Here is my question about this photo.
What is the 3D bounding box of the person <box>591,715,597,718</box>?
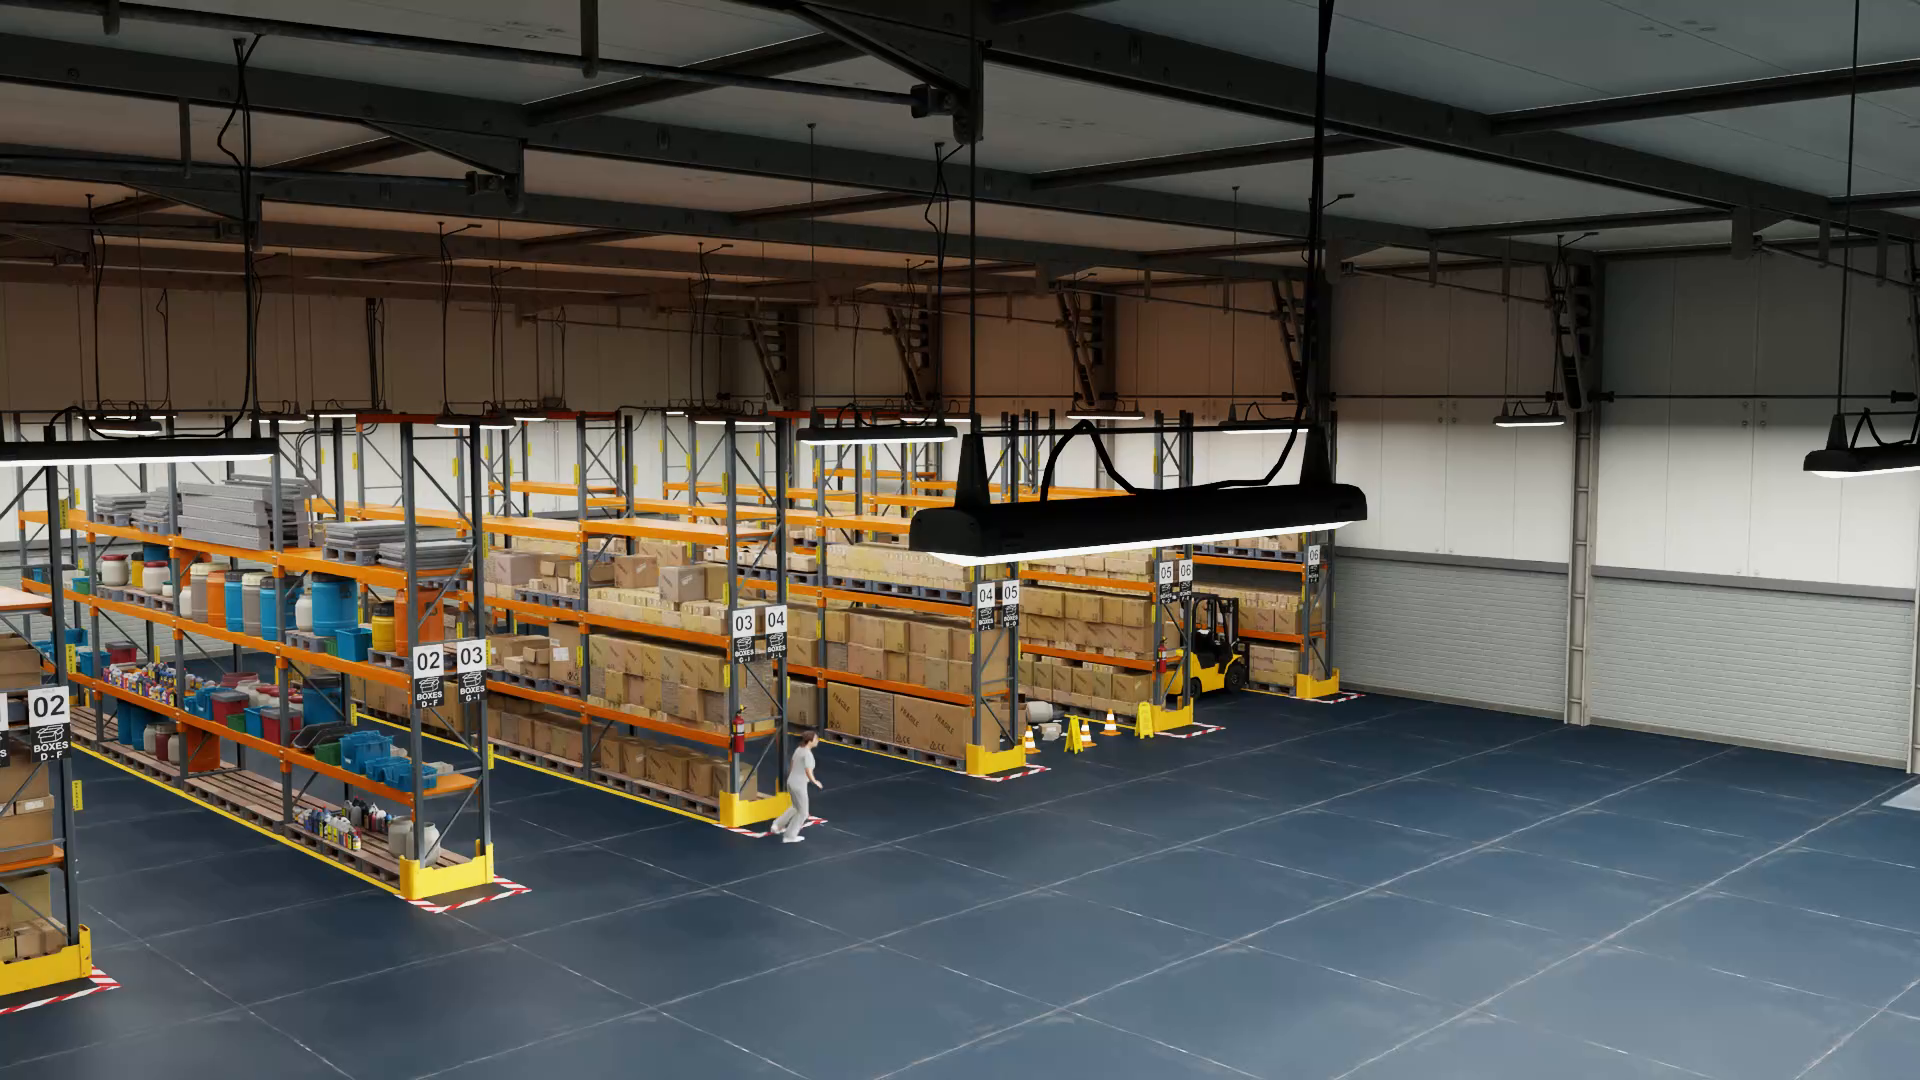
[{"bbox_3d":[-7.249,2.677,32.855,0.789,1.670,0.492,4,6,38],"label":"person"}]

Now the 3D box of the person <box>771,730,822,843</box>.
[{"bbox_3d":[-2.321,3.492,23.555,0.722,1.588,0.544,-2,5,-24],"label":"person"}]
